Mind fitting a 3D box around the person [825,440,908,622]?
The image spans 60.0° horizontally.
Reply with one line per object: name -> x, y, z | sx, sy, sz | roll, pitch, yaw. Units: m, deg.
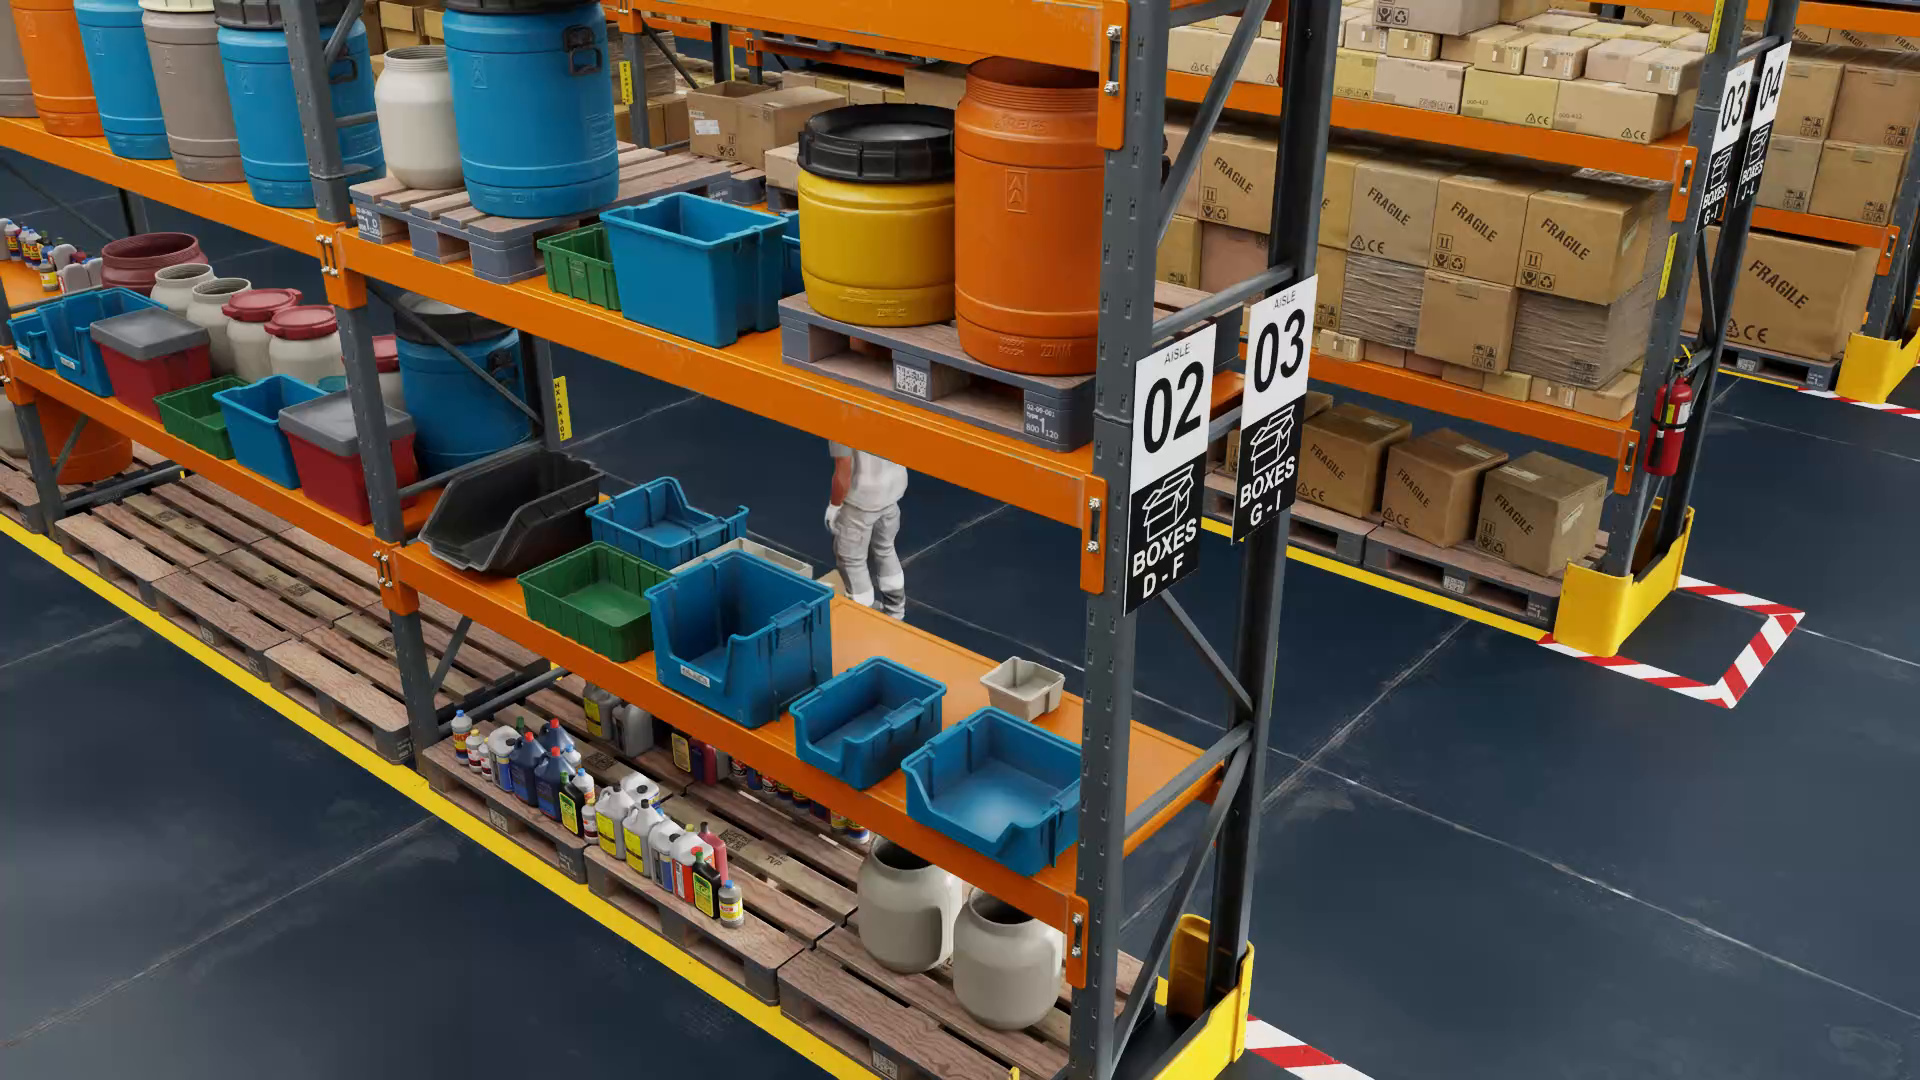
person -> -0.529, -0.254, 9.099 | 0.454, 1.777, 0.608 | 19, 33, 32
